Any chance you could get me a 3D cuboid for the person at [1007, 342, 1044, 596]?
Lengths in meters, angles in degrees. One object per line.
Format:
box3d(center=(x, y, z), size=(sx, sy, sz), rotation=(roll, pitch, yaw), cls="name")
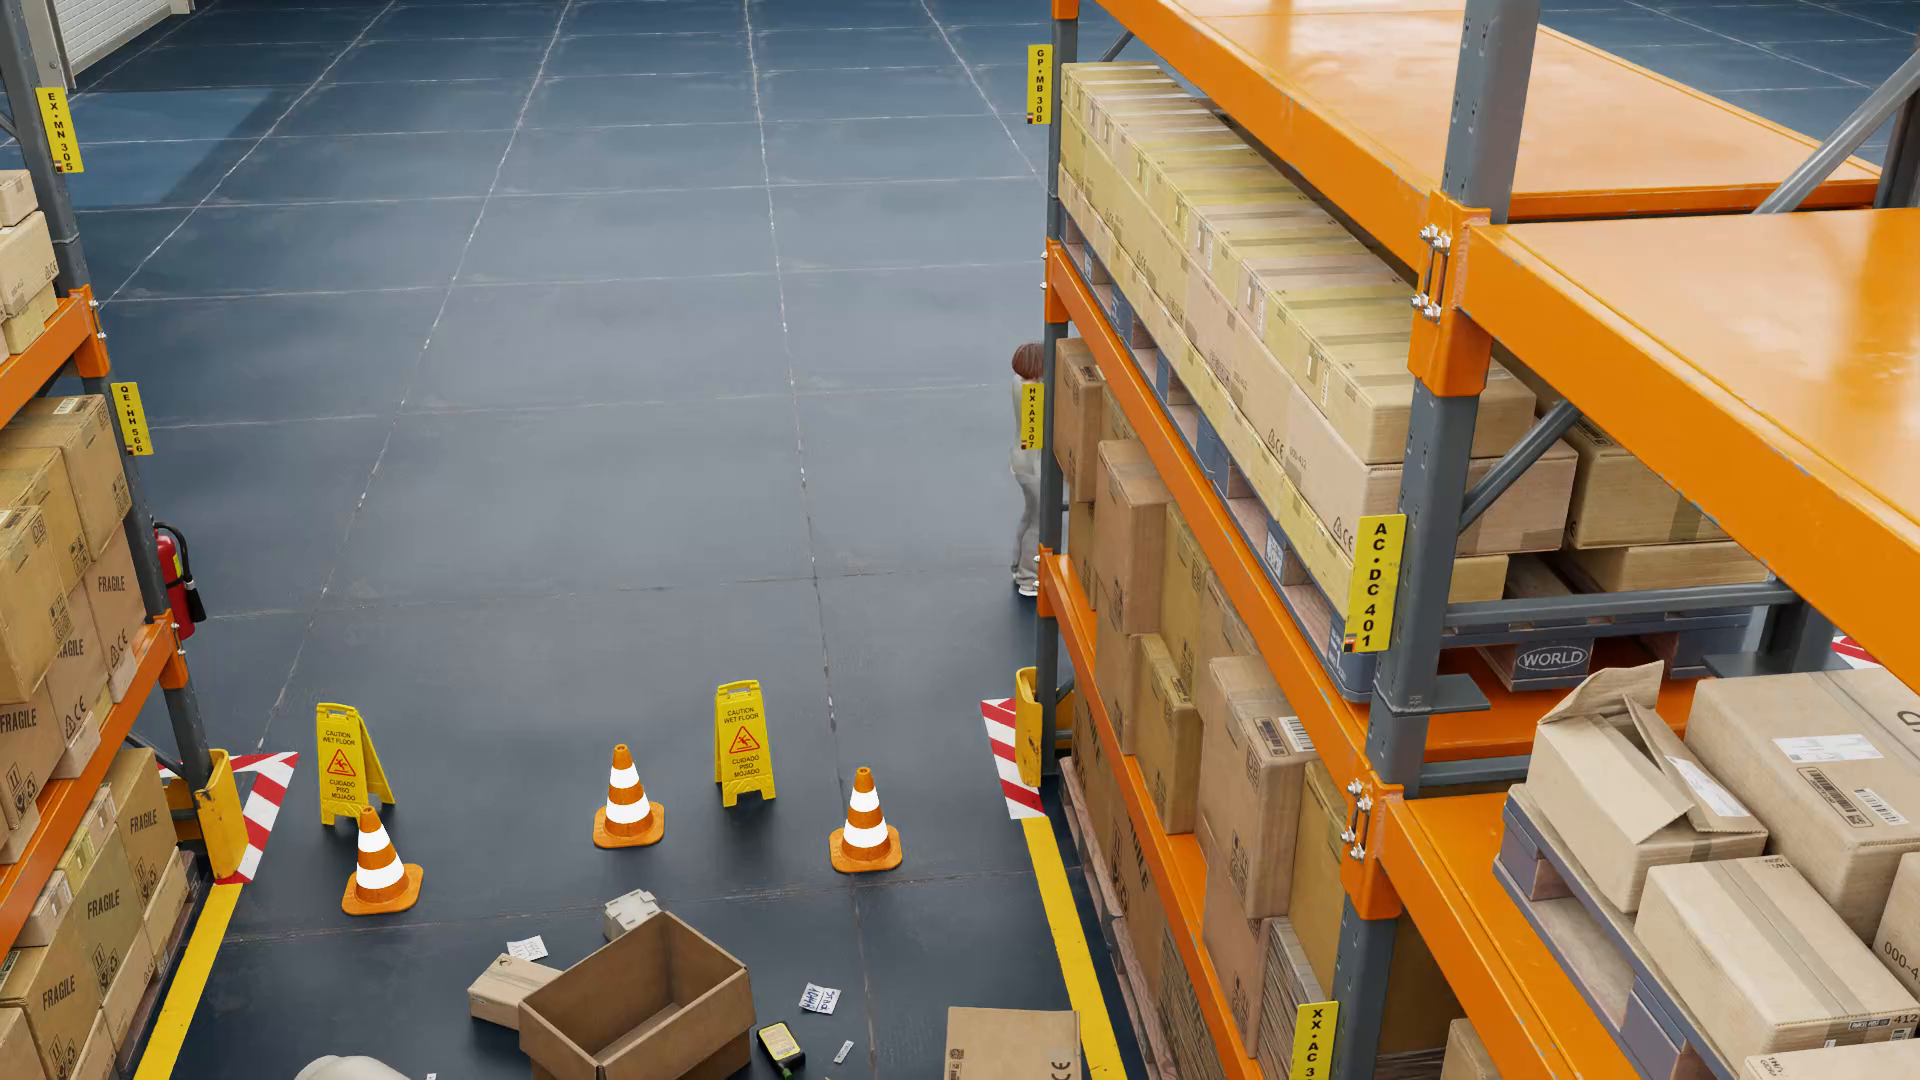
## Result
box3d(center=(0.525, -0.432, 9.927), size=(0.495, 1.589, 0.405), rotation=(-3, 28, -7), cls="person")
